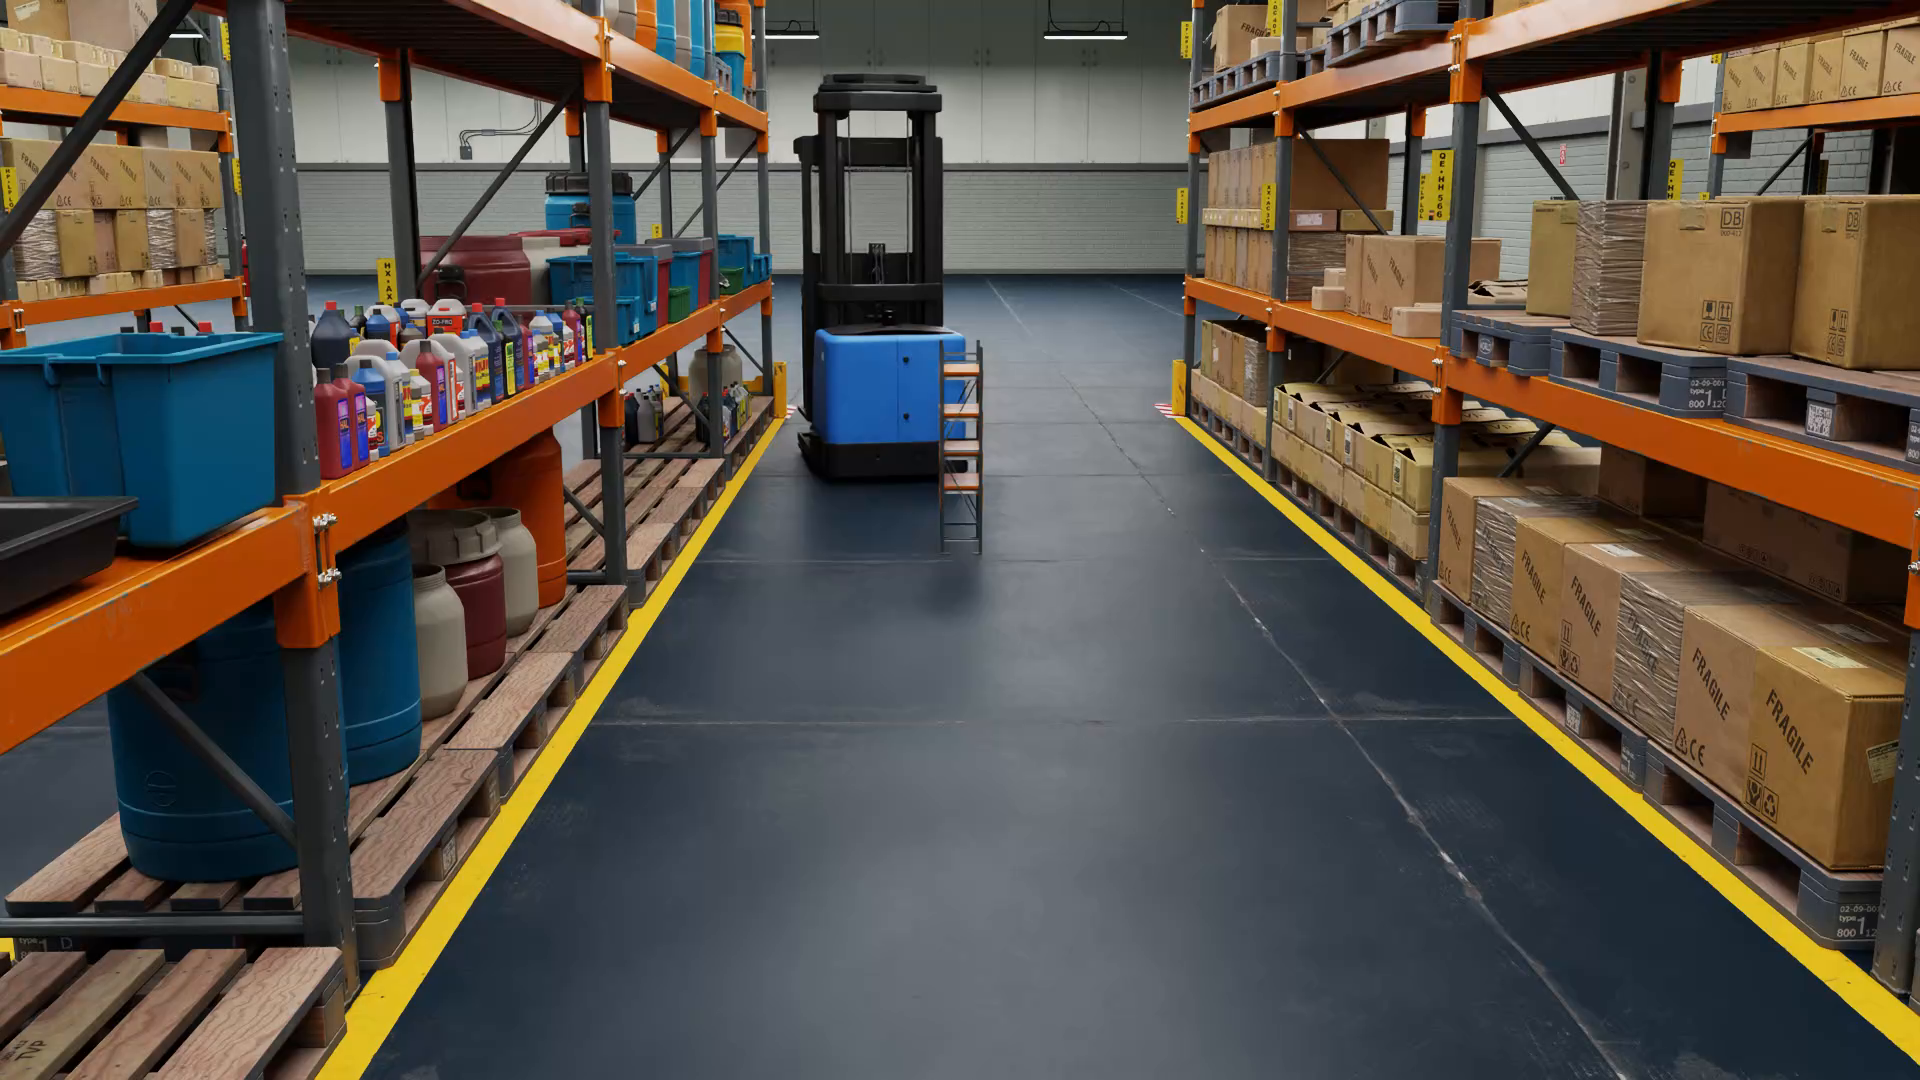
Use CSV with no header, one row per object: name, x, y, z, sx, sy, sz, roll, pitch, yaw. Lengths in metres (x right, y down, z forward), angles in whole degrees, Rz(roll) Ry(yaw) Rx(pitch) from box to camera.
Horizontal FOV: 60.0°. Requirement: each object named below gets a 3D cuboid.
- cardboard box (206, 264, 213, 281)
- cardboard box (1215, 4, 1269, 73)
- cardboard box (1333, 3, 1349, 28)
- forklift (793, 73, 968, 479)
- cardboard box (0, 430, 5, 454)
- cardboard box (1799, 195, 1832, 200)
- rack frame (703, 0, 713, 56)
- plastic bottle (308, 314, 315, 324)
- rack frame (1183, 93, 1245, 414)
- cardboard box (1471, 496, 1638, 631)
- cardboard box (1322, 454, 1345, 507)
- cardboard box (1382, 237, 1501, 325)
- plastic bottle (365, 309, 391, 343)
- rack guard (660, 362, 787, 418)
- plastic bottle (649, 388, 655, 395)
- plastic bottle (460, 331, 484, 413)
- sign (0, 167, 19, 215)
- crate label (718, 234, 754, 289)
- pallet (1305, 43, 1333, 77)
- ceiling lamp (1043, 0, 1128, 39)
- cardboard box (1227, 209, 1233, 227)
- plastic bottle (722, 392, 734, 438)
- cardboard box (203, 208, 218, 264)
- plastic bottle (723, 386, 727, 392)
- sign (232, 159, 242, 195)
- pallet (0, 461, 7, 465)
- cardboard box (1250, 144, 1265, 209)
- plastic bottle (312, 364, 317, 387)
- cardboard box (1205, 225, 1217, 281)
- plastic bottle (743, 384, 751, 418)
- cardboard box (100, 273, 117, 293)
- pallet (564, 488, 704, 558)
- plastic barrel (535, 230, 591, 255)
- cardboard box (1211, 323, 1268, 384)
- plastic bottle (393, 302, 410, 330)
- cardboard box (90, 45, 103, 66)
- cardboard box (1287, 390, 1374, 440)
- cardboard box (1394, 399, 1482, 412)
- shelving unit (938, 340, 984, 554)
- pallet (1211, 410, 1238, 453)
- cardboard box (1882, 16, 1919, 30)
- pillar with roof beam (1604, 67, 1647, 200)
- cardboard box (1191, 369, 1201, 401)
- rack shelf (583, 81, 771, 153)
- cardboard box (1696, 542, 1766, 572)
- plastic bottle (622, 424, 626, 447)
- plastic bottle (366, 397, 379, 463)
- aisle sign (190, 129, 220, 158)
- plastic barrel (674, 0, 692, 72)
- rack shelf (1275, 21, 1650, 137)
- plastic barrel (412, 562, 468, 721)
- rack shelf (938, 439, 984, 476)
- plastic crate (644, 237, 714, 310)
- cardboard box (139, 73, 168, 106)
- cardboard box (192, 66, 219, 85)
cardboard box,-7.034,-2.426,15.104,0.380,0.149,0.250,0,11,-1
cardboard box,2.415,-4.157,13.799,0.500,0.500,0.500,0,11,-1
cardboard box,2.740,-3.379,10.947,0.500,0.250,0.500,1,12,5
forklift,-0.720,-2.128,13.177,1.130,2.935,3.031,-2,12,-10
cardboard box,-7.136,-0.920,12.279,0.500,0.500,0.500,-1,11,-3
cardboard box,7.343,-2.620,13.868,0.500,0.500,0.500,0,11,1
rack frame,-2.216,-4.820,11.183,1.000,3.000,0.127,0,11,-1
plastic bottle,-2.469,-0.710,6.308,0.061,0.283,0.133,0,11,-1
rack frame,2.654,-2.694,15.796,1.000,3.000,0.127,0,11,-1
cardboard box,2.559,0.101,7.197,0.500,0.500,0.500,-1,11,-3
cardboard box,2.529,-0.371,10.201,0.500,0.250,0.500,0,11,0
cardboard box,2.768,-1.487,9.591,0.500,0.500,0.500,-1,11,-4
plastic bottle,-2.402,-0.819,6.876,0.097,0.271,0.097,0,11,0
rack guard,-2.250,-1.435,15.874,1.175,0.500,0.348,0,11,-1
plastic bottle,-2.566,-1.123,13.808,0.097,0.271,0.097,0,11,0
plastic bottle,-1.678,-0.573,5.664,0.097,0.271,0.097,0,11,0
sign,-6.613,-2.430,11.579,0.100,0.325,0.005,0,11,-1
crate label,-1.990,-2.327,13.897,0.502,0.435,0.616,0,11,-1
pallet,2.768,-3.100,10.733,0.805,0.209,1.217,-1,11,-3
ceiling lamp,2.986,-13.556,39.562,2.000,3.185,0.800,0,11,-1
cardboard box,2.475,-2.726,14.070,0.380,0.149,0.250,0,11,-2
plastic bottle,-1.818,-0.959,12.799,0.144,0.351,0.185,0,11,0
cardboard box,-7.267,-2.740,15.020,0.875,0.500,0.500,0,11,-1
plastic bottle,-1.951,-1.145,13.884,0.061,0.283,0.133,0,11,-1
sign,-6.695,-3.375,15.444,0.100,0.325,0.005,0,11,-1
pallet,-7.150,-0.338,11.194,1.003,0.211,1.213,0,11,-1
cardboard box,2.699,-2.872,13.158,0.700,0.500,0.500,0,11,-1
plastic bottle,-1.735,-0.345,4.337,0.144,0.351,0.185,0,11,-1
cardboard box,2.651,-2.650,15.328,0.700,0.500,0.500,0,11,-1
plastic bottle,-1.802,-1.173,14.020,0.061,0.283,0.133,0,11,0
cardboard box,-6.922,-2.028,13.145,0.380,0.149,0.250,0,11,-1
pallet,-2.133,-0.114,10.090,1.003,0.211,1.213,0,11,-1
plastic barrel,-2.400,-1.609,10.105,0.433,0.535,0.433,0,11,0
cardboard box,2.478,-1.614,14.443,0.500,0.500,0.500,0,11,-1
plastic bottle,-2.473,-0.911,7.328,0.097,0.271,0.097,0,11,0
cardboard box,-6.931,-3.776,12.958,0.380,0.149,0.250,0,11,-2
cardboard box,2.501,-0.850,11.152,0.500,0.311,0.500,0,11,-2
cardboard box,3.056,-0.750,10.662,0.500,0.311,0.500,0,11,-1
shelving unit,0.003,-0.555,9.778,0.258,1.200,0.503,0,11,-1
pallet,2.734,-0.934,14.132,1.003,0.211,1.213,0,11,-1
cardboard box,7.385,-4.147,12.596,0.500,0.500,0.500,0,11,2
pillar with roof beam,4.057,-6.695,20.426,9.100,9.000,0.400,0,11,-1
cardboard box,2.442,-1.445,15.497,0.500,0.250,0.500,0,11,-1
rack shelf,-2.257,-3.395,13.513,1.077,0.370,4.000,0,11,-1
cardboard box,3.100,0.297,6.229,0.500,0.500,0.500,-1,11,-3
plastic bottle,-2.535,-0.795,12.363,0.097,0.201,0.097,0,11,0
plastic bottle,-1.655,-0.316,4.572,0.097,0.201,0.097,0,11,0
aisle sign,-6.952,-3.942,15.407,0.394,0.787,0.004,0,11,-1
plastic barrel,-1.975,-3.365,10.297,0.600,0.901,0.600,0,11,0
rack shelf,2.778,-2.619,9.690,1.077,0.370,4.000,0,11,-1
plastic barrel,-1.982,0.363,5.929,0.421,0.512,0.421,0,11,0
rack shelf,0.003,-0.489,9.791,0.258,0.148,0.480,0,11,-1
plastic crate,-1.900,-1.816,11.305,0.402,0.464,0.583,0,11,-1
cardboard box,-6.971,-3.755,13.857,0.500,0.250,0.500,0,11,0
cardboard box,-6.933,-4.192,15.010,0.380,0.149,0.250,0,11,-1
